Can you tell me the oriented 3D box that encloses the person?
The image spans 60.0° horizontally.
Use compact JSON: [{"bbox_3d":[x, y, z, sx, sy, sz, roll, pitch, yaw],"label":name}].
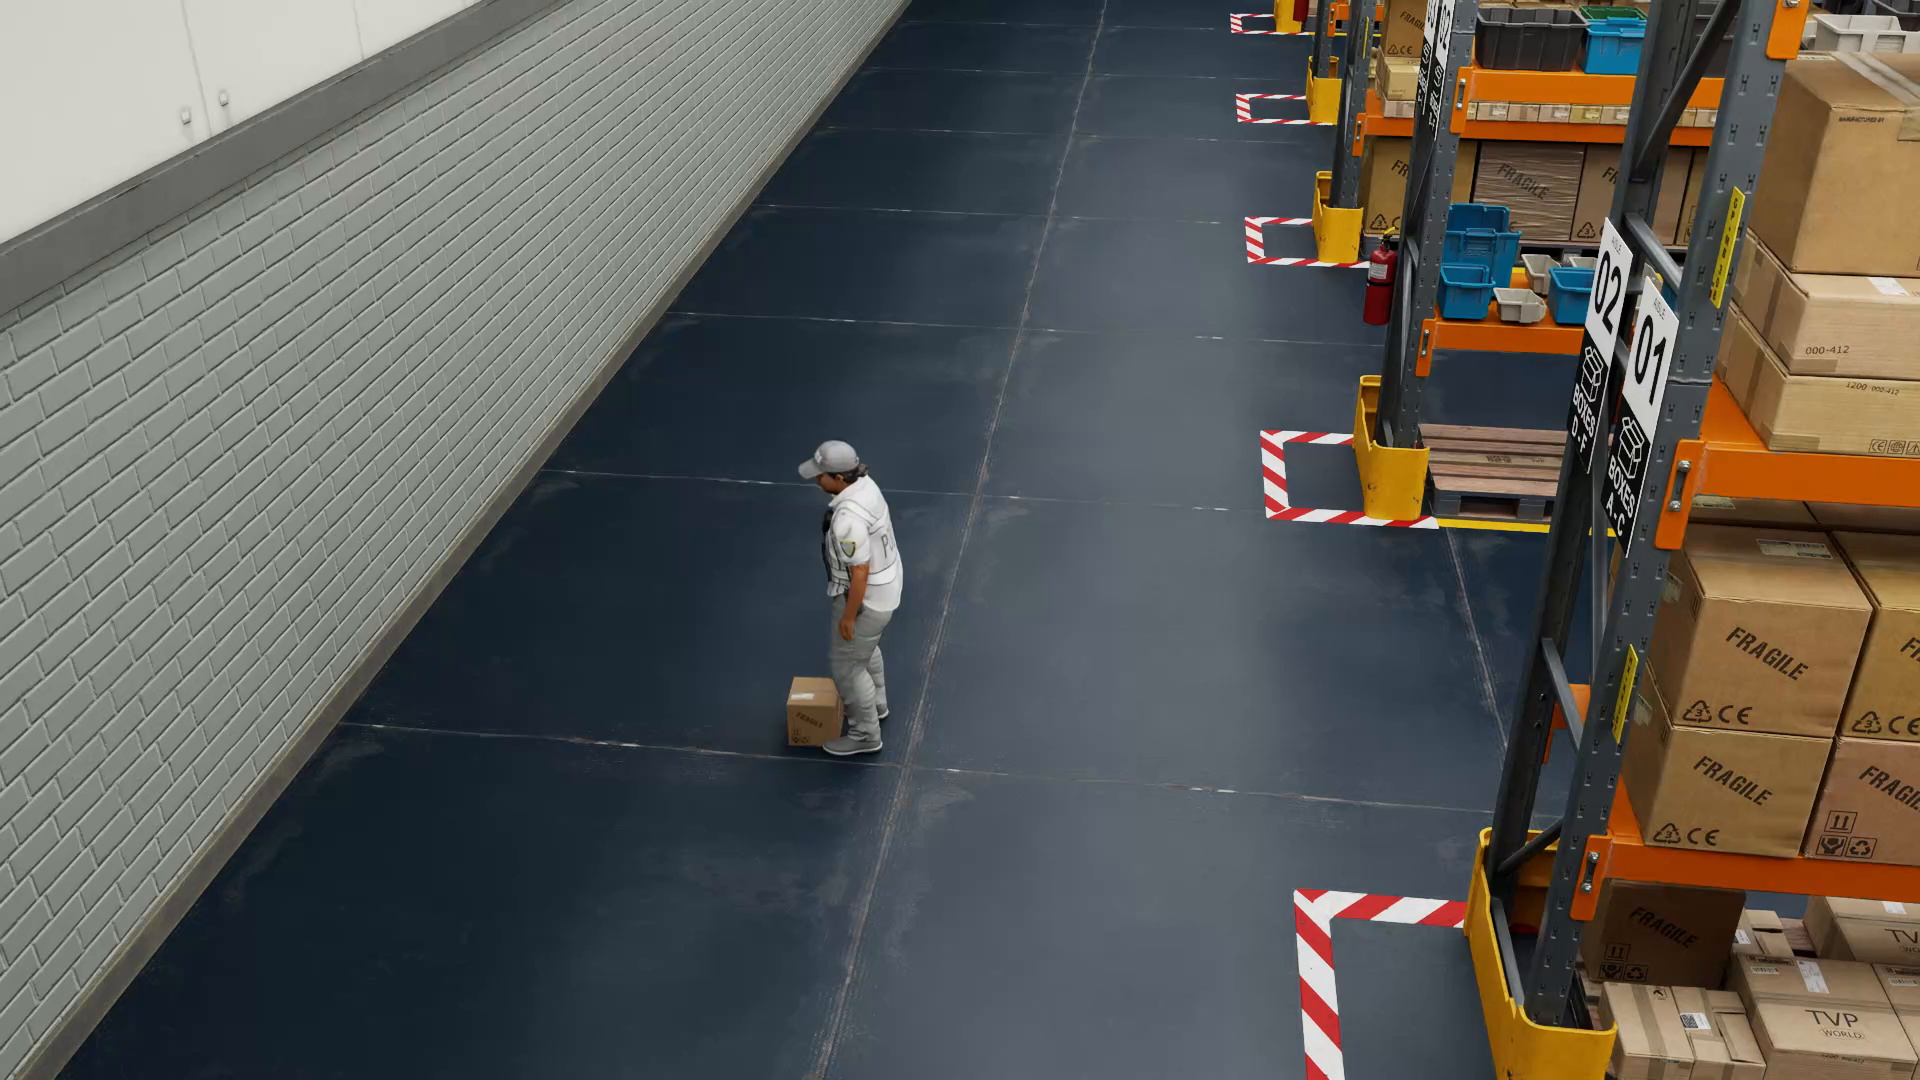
[{"bbox_3d":[-0.520,0.263,8.134,0.470,1.664,0.547,2,29,4],"label":"person"}]
